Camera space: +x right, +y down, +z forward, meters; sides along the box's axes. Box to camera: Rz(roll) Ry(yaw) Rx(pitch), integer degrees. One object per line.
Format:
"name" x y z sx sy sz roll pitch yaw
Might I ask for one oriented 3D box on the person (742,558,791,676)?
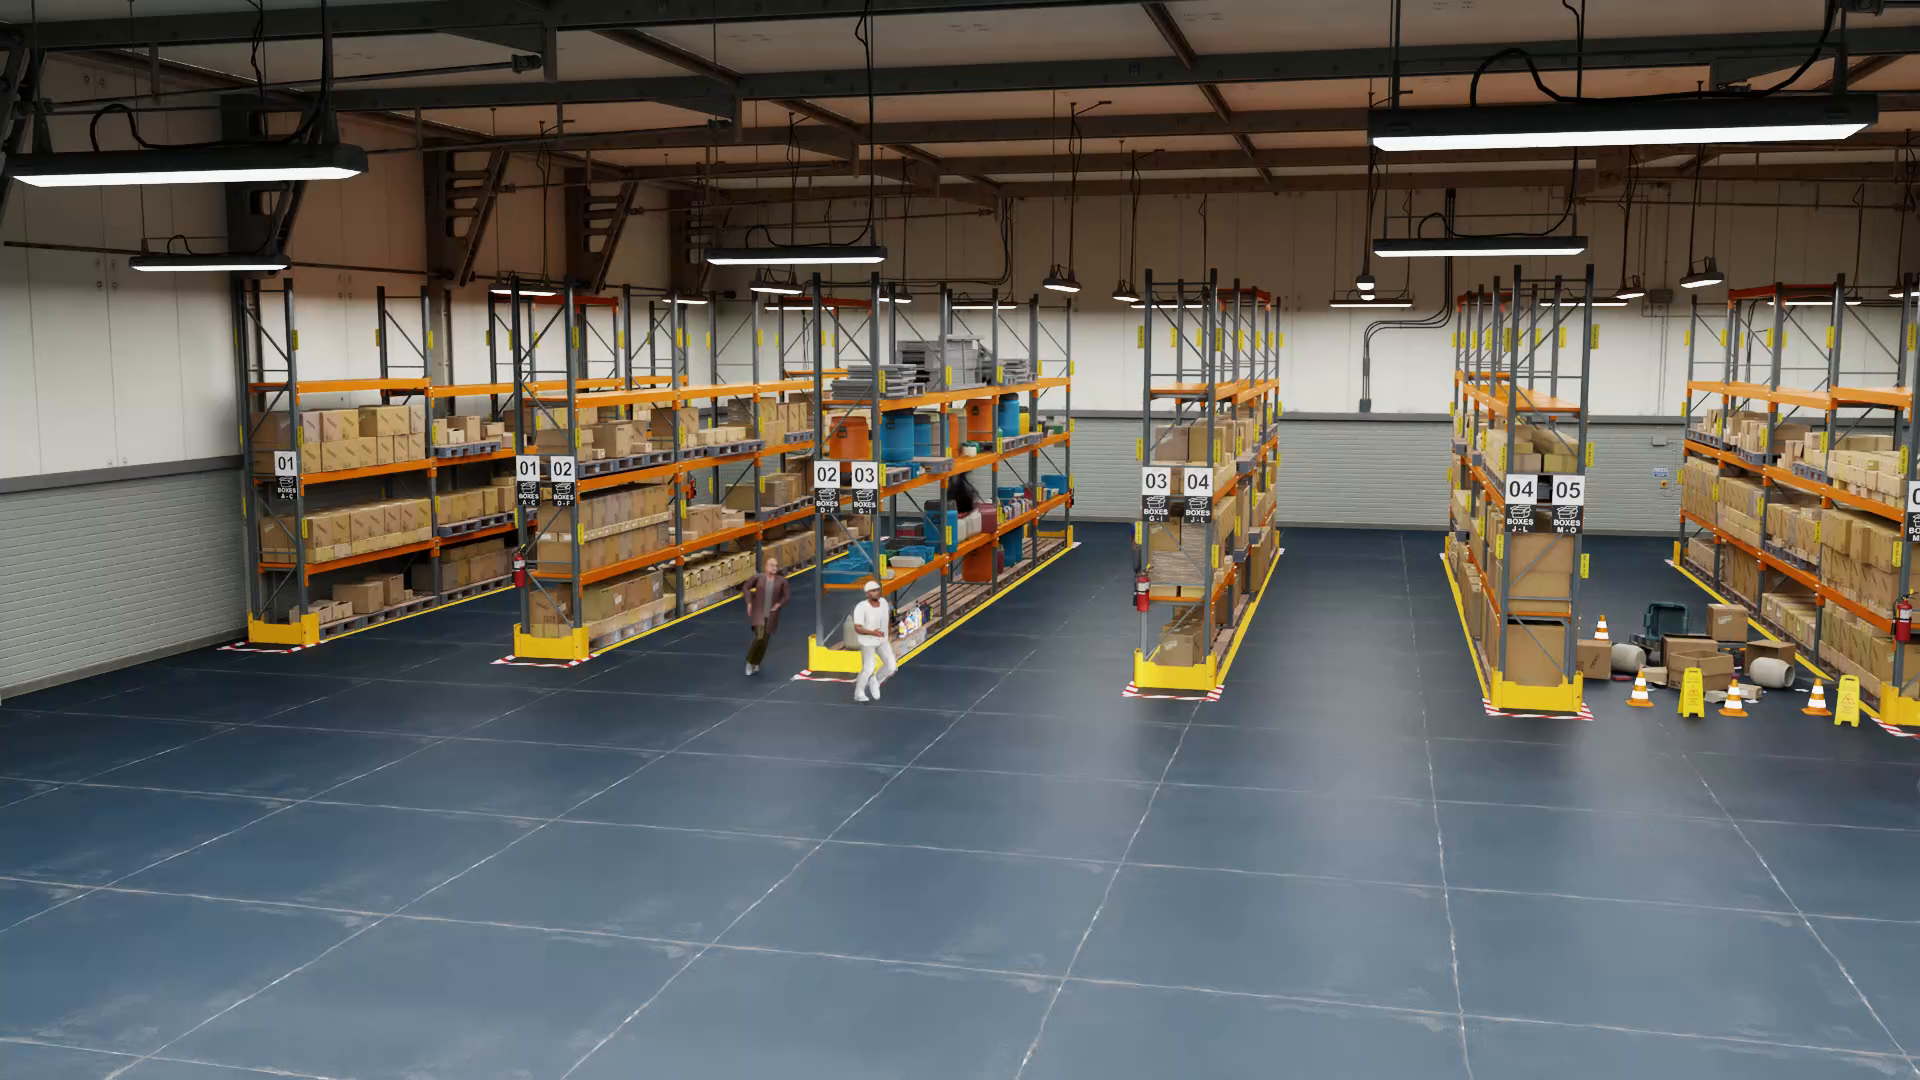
"person" -2.901 1.154 25.007 0.717 1.767 0.678 -2 7 -18

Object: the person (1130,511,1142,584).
"person" 3.672 0.169 33.371 0.564 1.537 0.675 1 7 11

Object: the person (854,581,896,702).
"person" -1.153 1.398 22.826 0.719 1.710 0.783 -5 9 -36
